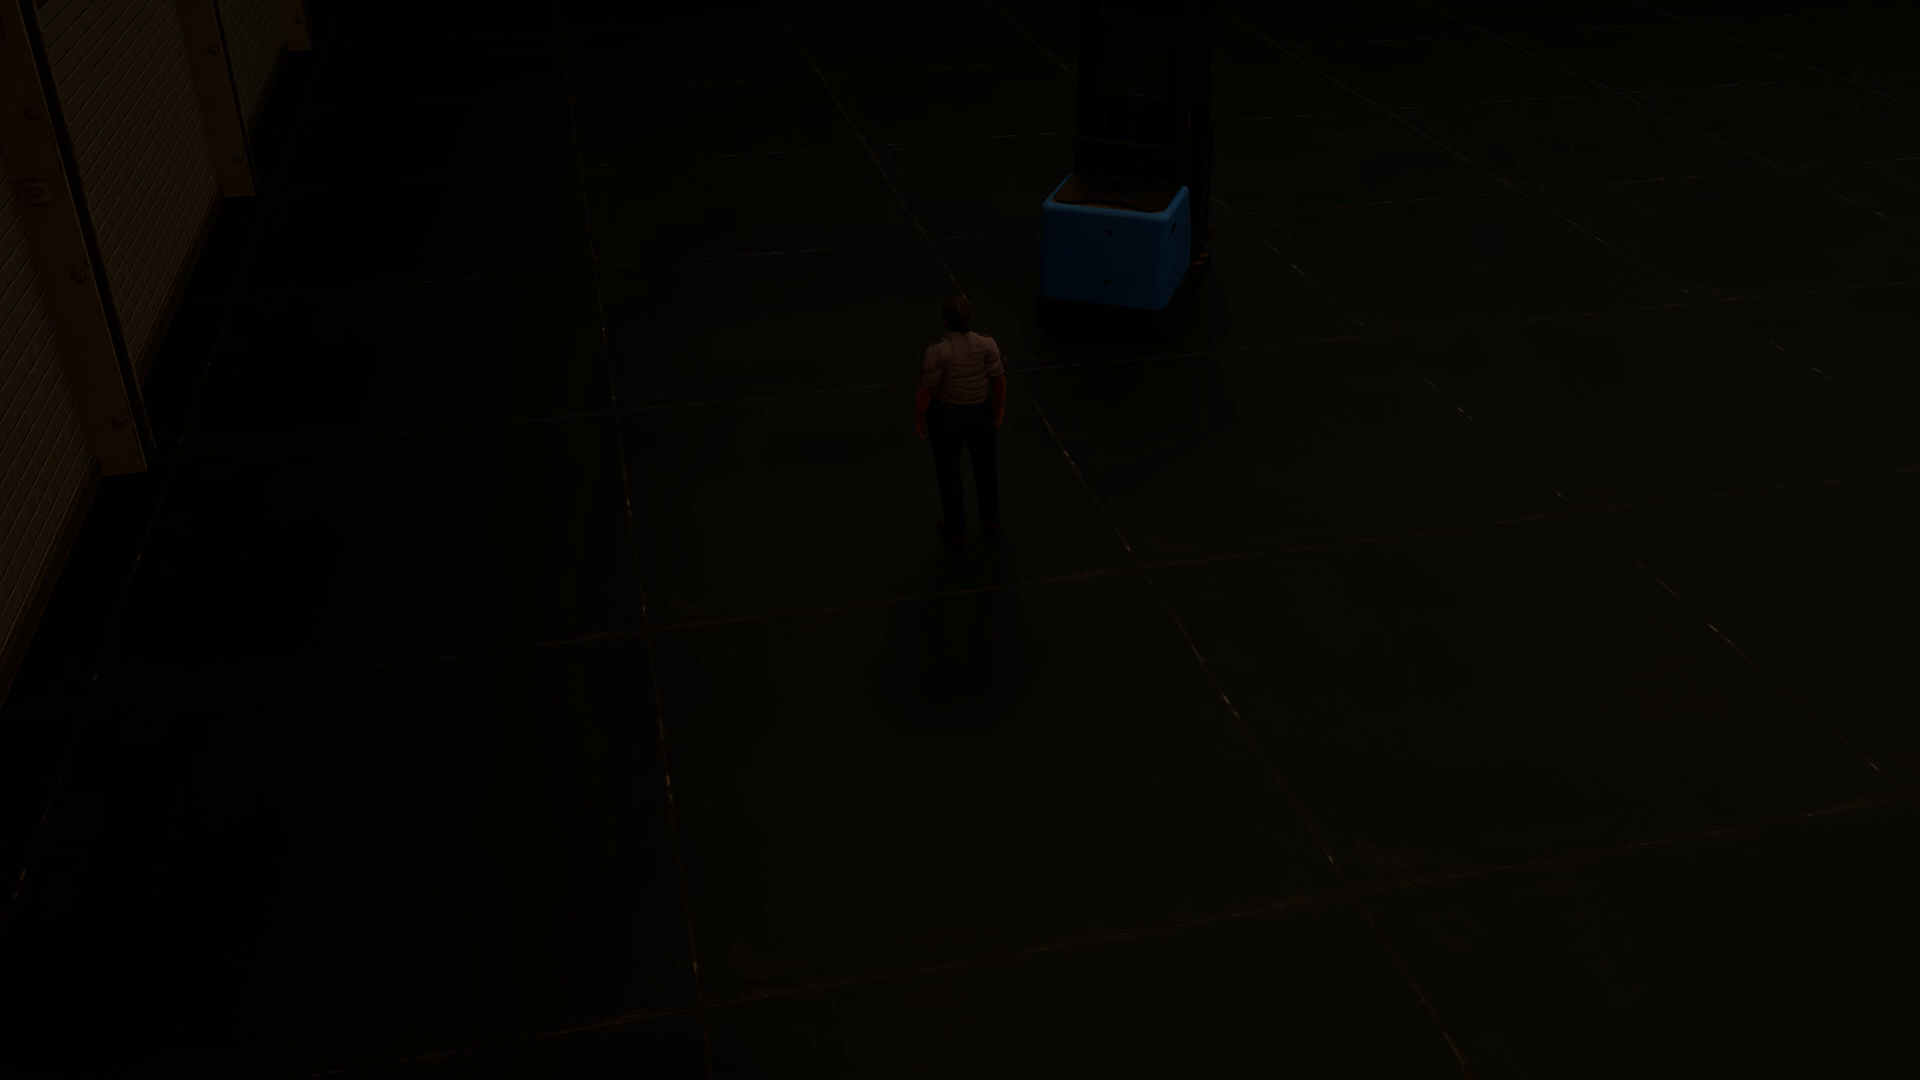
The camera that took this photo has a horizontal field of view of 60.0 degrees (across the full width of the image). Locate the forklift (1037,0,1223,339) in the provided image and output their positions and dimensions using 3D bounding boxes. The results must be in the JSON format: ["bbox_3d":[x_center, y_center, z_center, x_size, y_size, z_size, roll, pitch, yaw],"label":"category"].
[{"bbox_3d":[1.564,-3.573,13.746,1.130,2.935,3.031,9,31,16],"label":"forklift"}]

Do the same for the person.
[{"bbox_3d":[0.001,-0.766,10.163,0.598,1.651,0.503,-7,31,-12],"label":"person"}]
